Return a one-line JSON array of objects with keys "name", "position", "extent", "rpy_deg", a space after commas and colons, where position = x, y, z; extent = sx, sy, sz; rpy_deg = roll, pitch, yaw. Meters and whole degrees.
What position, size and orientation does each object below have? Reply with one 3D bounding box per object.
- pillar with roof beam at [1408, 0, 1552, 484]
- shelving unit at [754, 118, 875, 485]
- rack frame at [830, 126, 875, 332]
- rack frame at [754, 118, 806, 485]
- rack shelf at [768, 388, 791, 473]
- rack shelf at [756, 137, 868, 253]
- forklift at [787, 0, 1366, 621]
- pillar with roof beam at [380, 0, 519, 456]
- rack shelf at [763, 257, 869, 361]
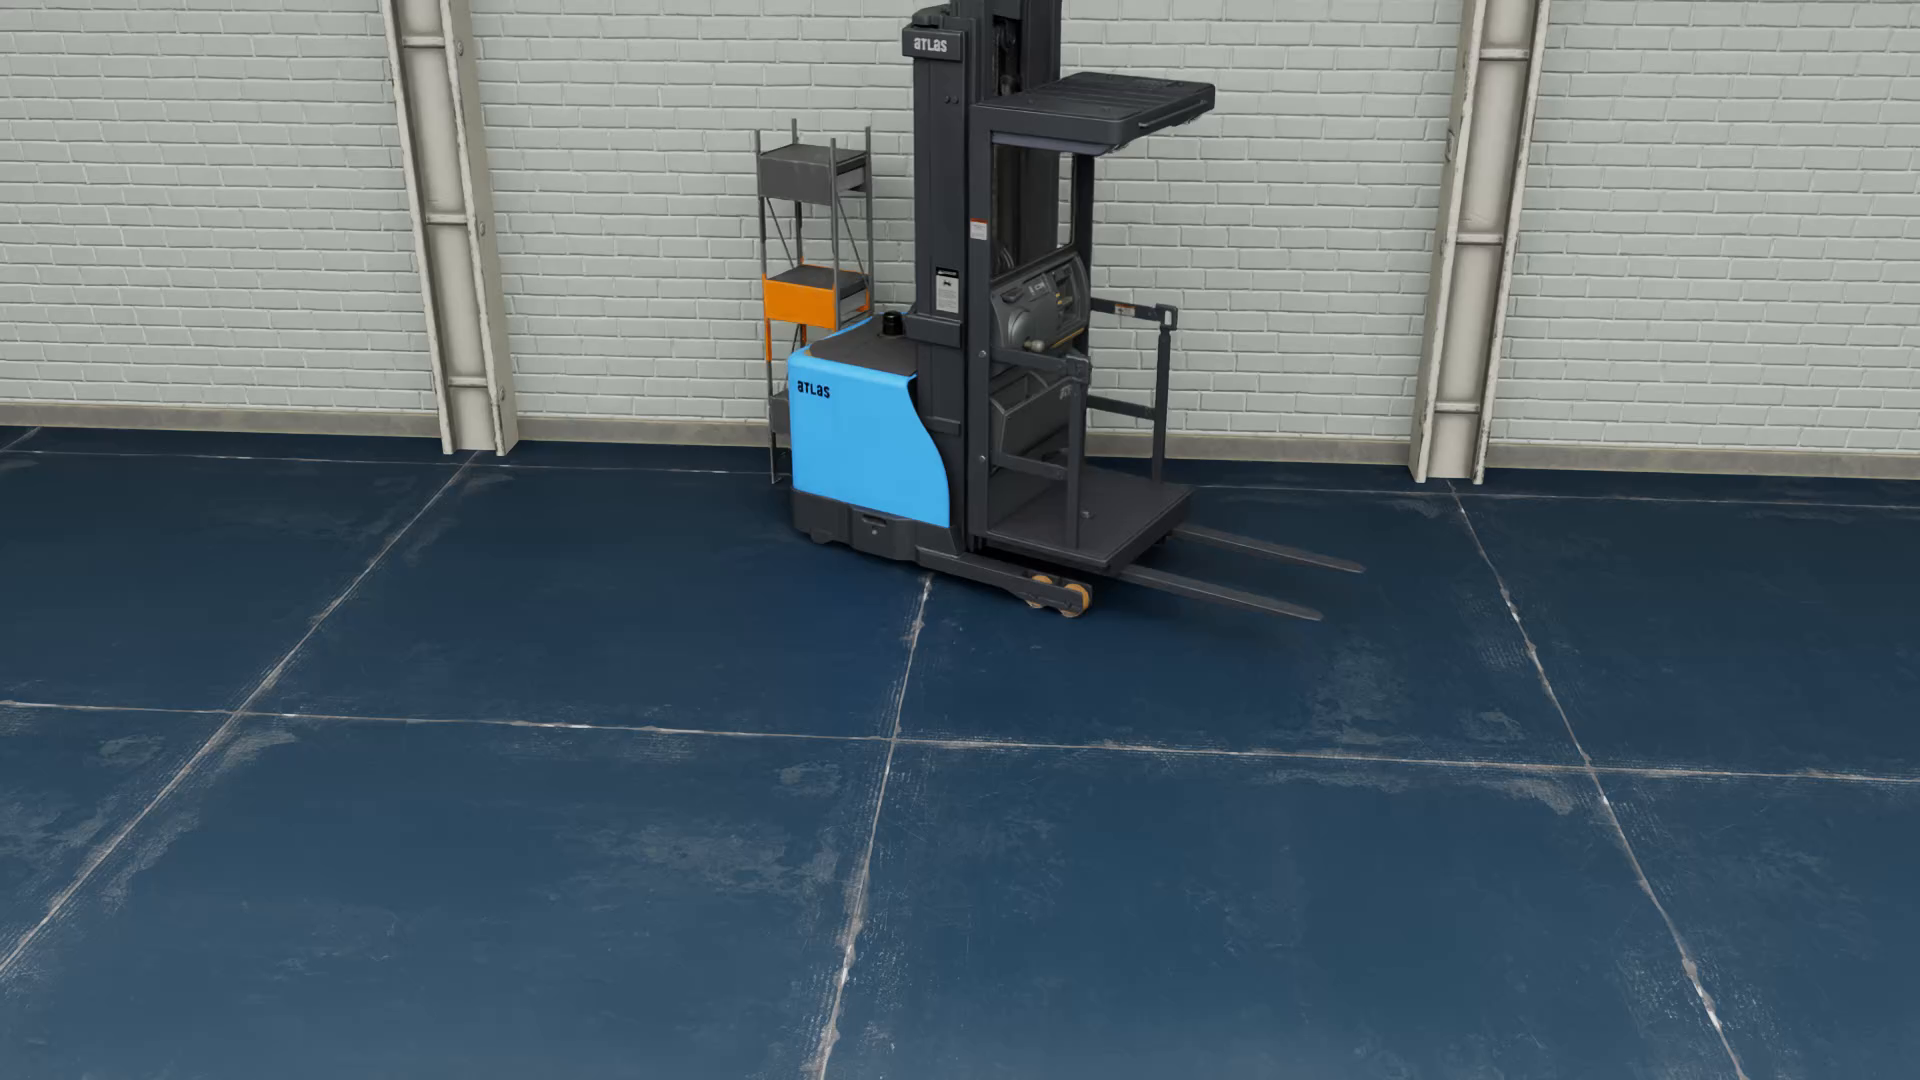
[{"name": "pillar with roof beam", "position": [2.622, -2.699, 4.350], "extent": [0.400, 9.000, 9.100], "rpy_deg": [2, 25, 4]}, {"name": "shelving unit", "position": [-0.811, -1.312, 9.589], "extent": [0.503, 2.100, 0.431], "rpy_deg": [13, 28, 25]}, {"name": "rack frame", "position": [-0.596, -1.264, 9.484], "extent": [0.015, 2.100, 0.400], "rpy_deg": [13, 28, 25]}, {"name": "rack frame", "position": [-1.026, -1.360, 9.694], "extent": [0.015, 2.100, 0.400], "rpy_deg": [13, 28, 25]}, {"name": "rack shelf", "position": [-0.812, -0.664, 9.887], "extent": [0.480, 0.518, 0.431], "rpy_deg": [13, 28, 25]}, {"name": "rack shelf", "position": [-0.811, -1.935, 9.302], "extent": [0.480, 0.518, 0.431], "rpy_deg": [13, 28, 25]}, {"name": "forklift", "position": [0.590, -1.196, 8.342], "extent": [3.031, 2.935, 1.130], "rpy_deg": [14, 28, 28]}, {"name": "pillar with roof beam", "position": [-3.360, -2.891, 4.767], "extent": [0.400, 9.000, 9.100], "rpy_deg": [2, 25, 4]}, {"name": "rack shelf", "position": [-0.811, -1.300, 9.595], "extent": [0.480, 0.518, 0.431], "rpy_deg": [13, 28, 25]}]
